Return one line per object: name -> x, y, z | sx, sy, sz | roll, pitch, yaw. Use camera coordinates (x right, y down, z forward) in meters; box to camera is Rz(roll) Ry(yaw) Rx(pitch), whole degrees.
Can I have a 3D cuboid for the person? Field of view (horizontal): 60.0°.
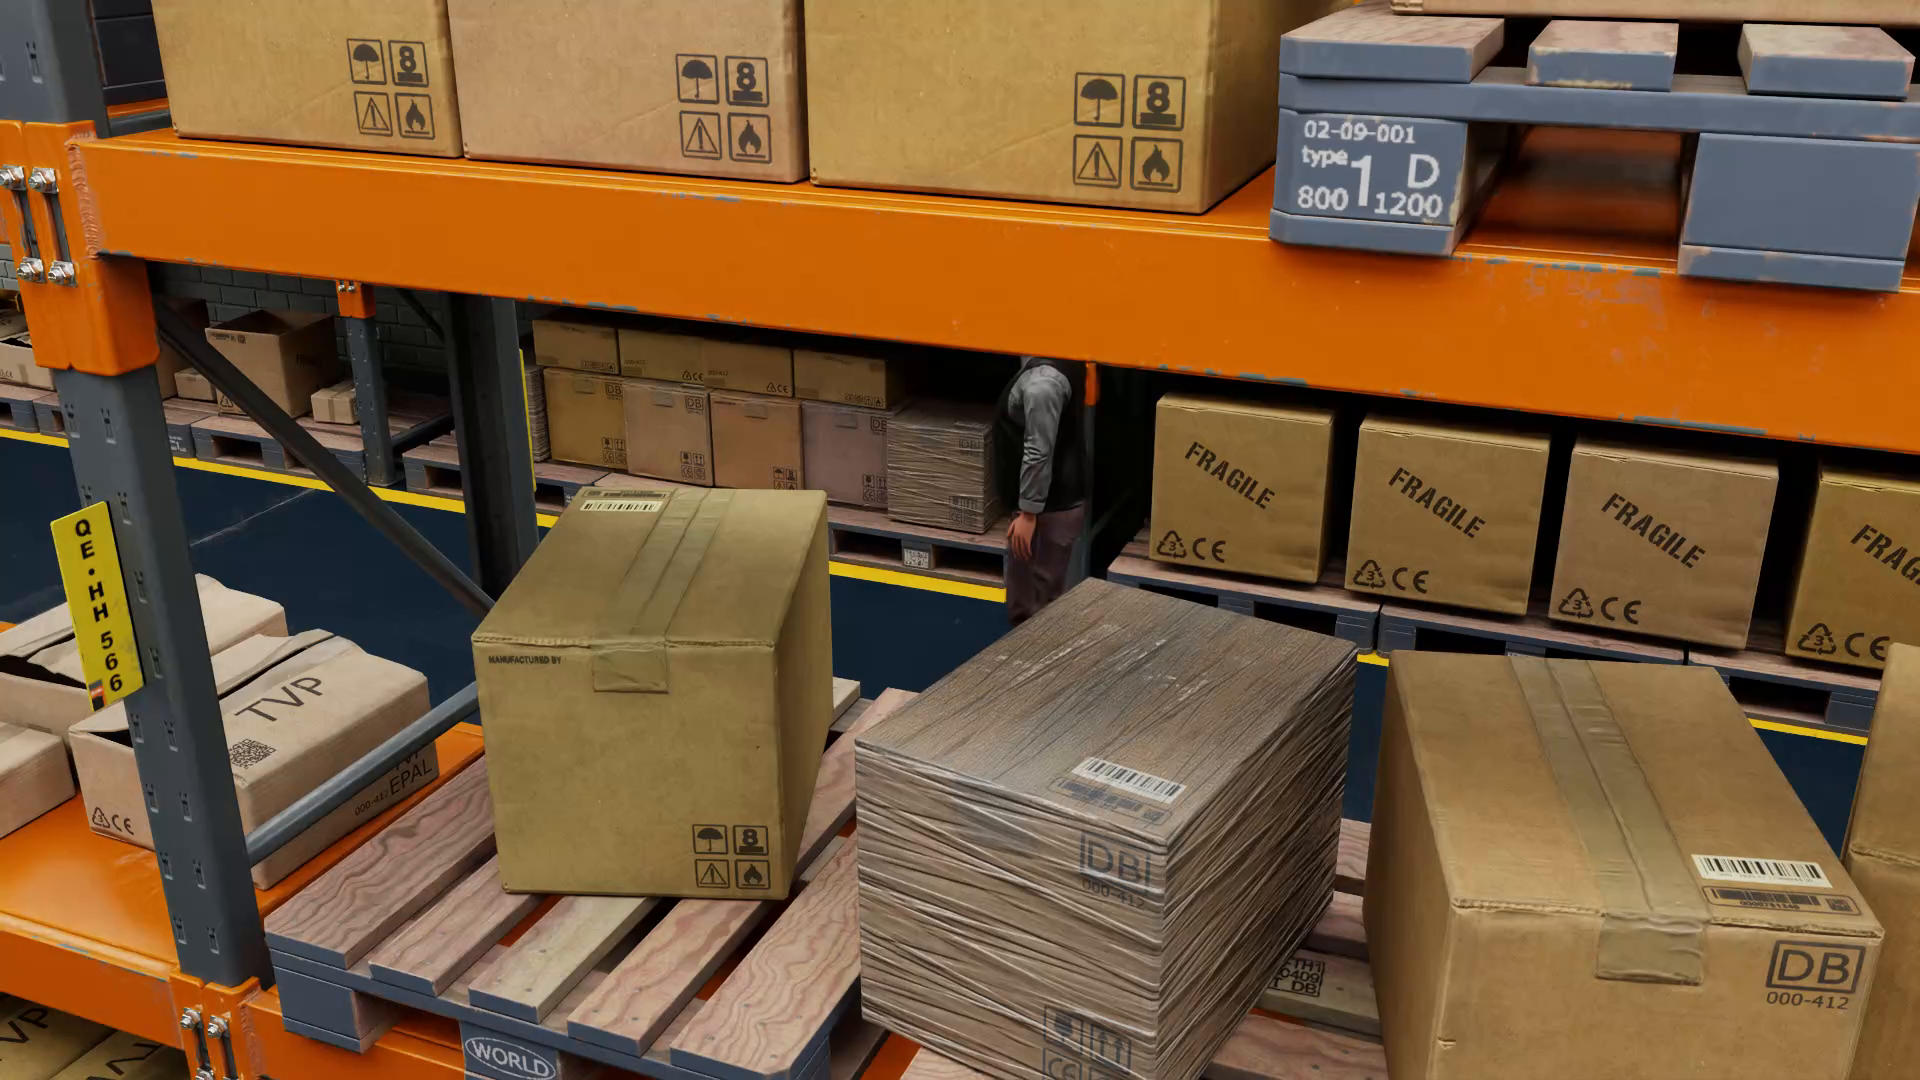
person -> 0.411, -0.064, 6.422 | 0.545, 1.474, 0.541 | 4, 23, 10
